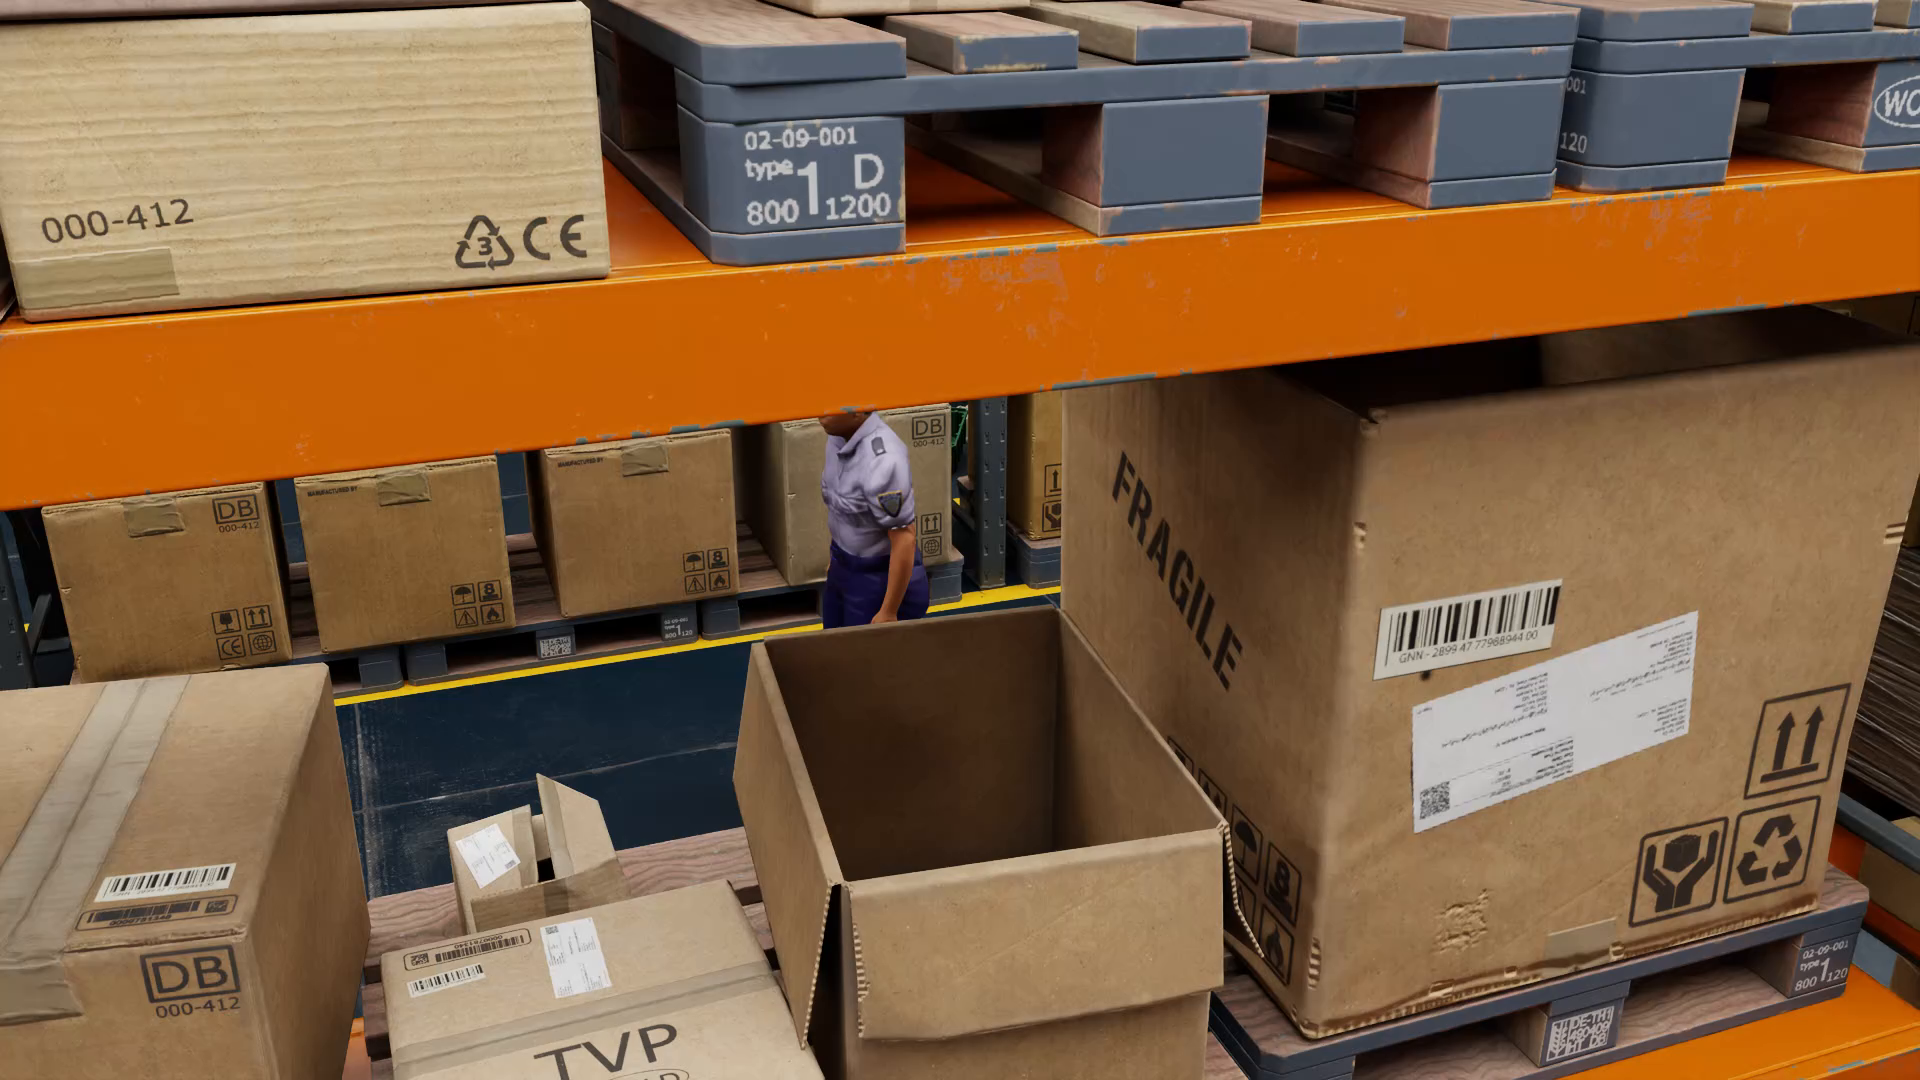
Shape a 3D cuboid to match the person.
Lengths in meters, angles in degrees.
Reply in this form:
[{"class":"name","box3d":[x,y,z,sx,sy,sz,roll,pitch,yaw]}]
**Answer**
[{"class":"person","box3d":[-0.322,0.166,5.727,0.370,1.636,0.555,-10,25,-22]}]
